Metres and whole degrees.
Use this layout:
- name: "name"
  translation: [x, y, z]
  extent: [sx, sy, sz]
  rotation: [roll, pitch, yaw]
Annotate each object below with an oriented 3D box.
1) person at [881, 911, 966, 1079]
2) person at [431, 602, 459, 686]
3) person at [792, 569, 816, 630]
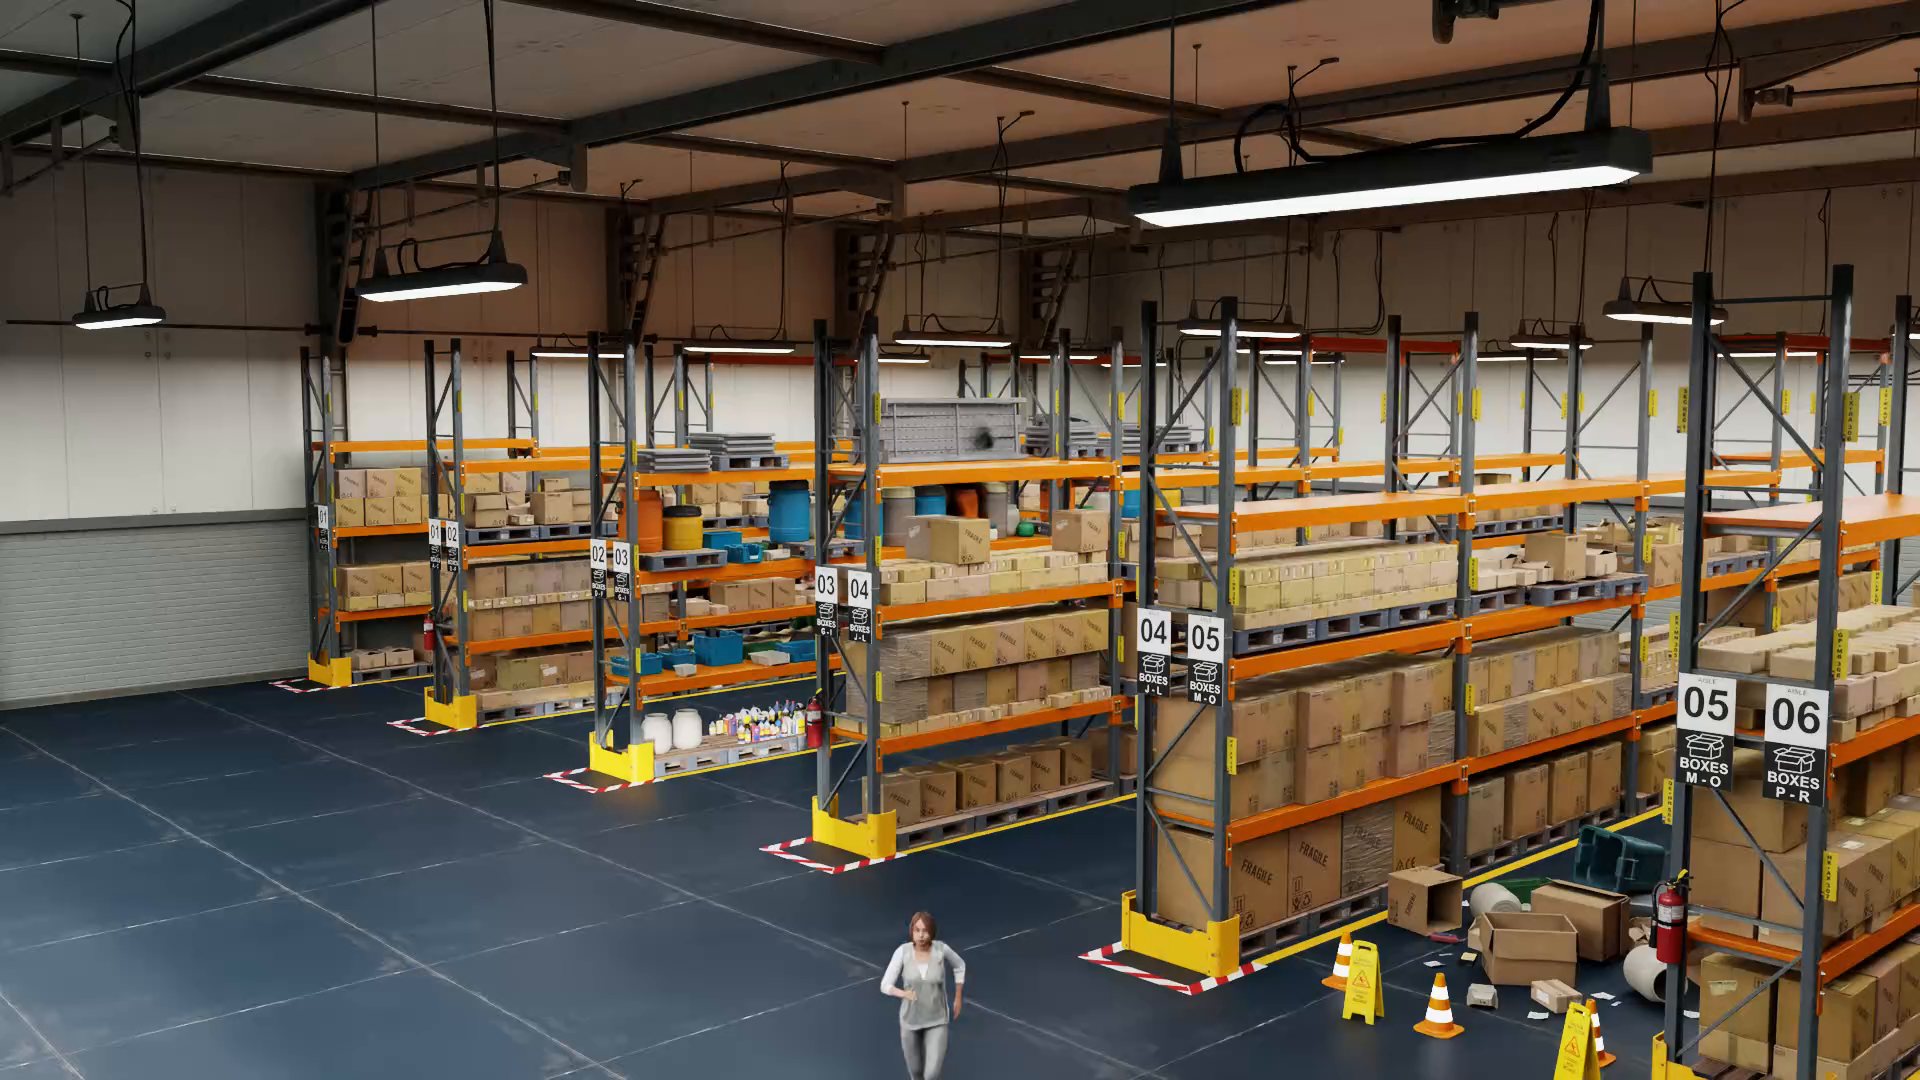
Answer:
- name: "person"
  translation: [-0.254, 3.351, 11.472]
  extent: [0.565, 1.616, 0.778]
  rotation: [0, 5, 4]
- name: "person"
  translation: [-8.484, 1.883, 27.511]
  extent: [0.666, 1.728, 0.835]
  rotation: [4, 7, 41]
- name: "person"
  translation: [-3.075, 1.358, 33.135]
  extent: [0.655, 1.739, 0.739]
  rotation: [4, 6, 39]
